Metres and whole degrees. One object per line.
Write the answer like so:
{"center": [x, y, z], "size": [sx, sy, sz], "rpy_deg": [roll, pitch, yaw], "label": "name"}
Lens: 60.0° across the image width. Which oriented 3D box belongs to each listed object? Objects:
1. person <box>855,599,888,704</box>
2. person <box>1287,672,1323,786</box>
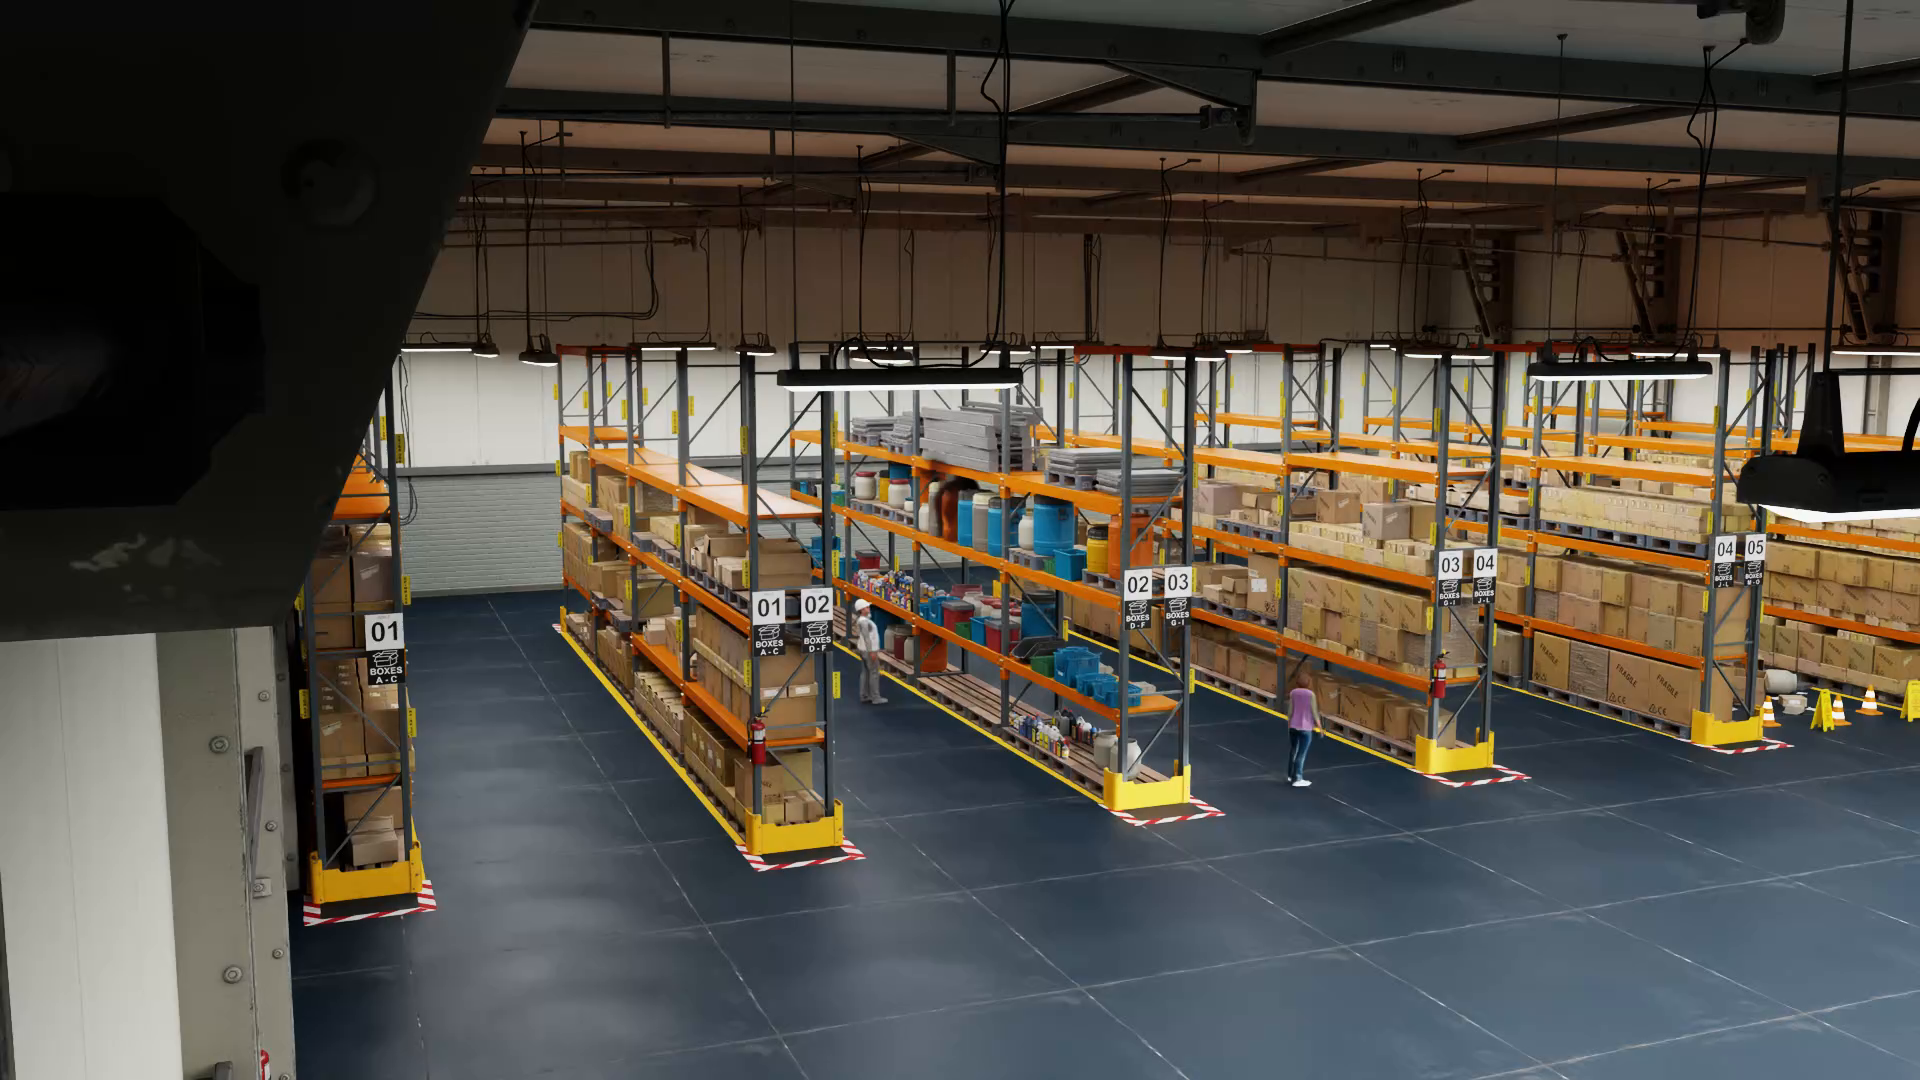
{"center": [-1.509, 1.873, 28.171], "size": [0.502, 1.759, 0.568], "rpy_deg": [-3, 8, -20], "label": "person"}
{"center": [4.783, 2.640, 23.078], "size": [0.516, 1.619, 0.424], "rpy_deg": [7, 10, 43], "label": "person"}
